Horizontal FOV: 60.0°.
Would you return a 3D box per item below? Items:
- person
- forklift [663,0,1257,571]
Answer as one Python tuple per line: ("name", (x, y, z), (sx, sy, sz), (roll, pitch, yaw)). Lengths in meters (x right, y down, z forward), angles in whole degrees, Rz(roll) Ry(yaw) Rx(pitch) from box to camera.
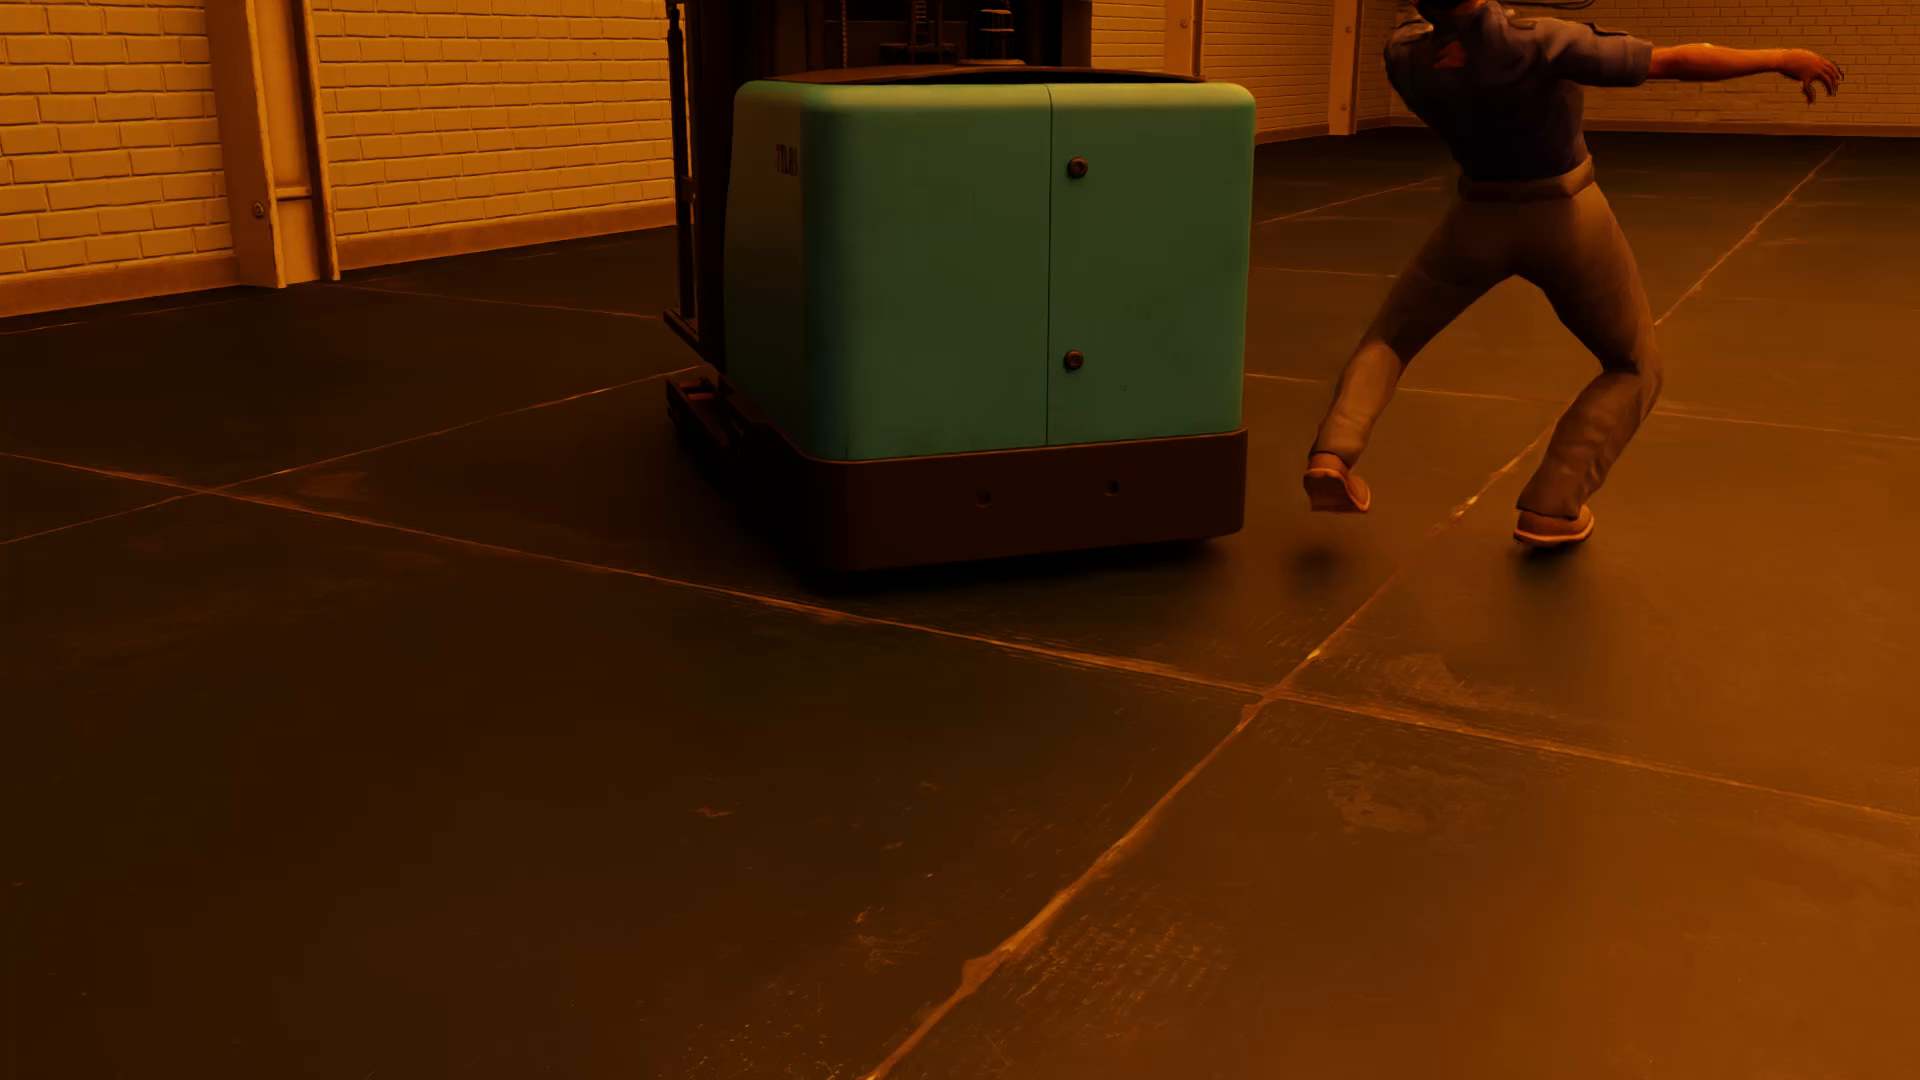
("person", (1.383, -0.709, 3.777), (1.015, 1.471, 0.680), (9, 18, 27))
("forklift", (-0.277, -1.714, 4.673), (1.130, 2.935, 3.031), (-5, 17, -17))
